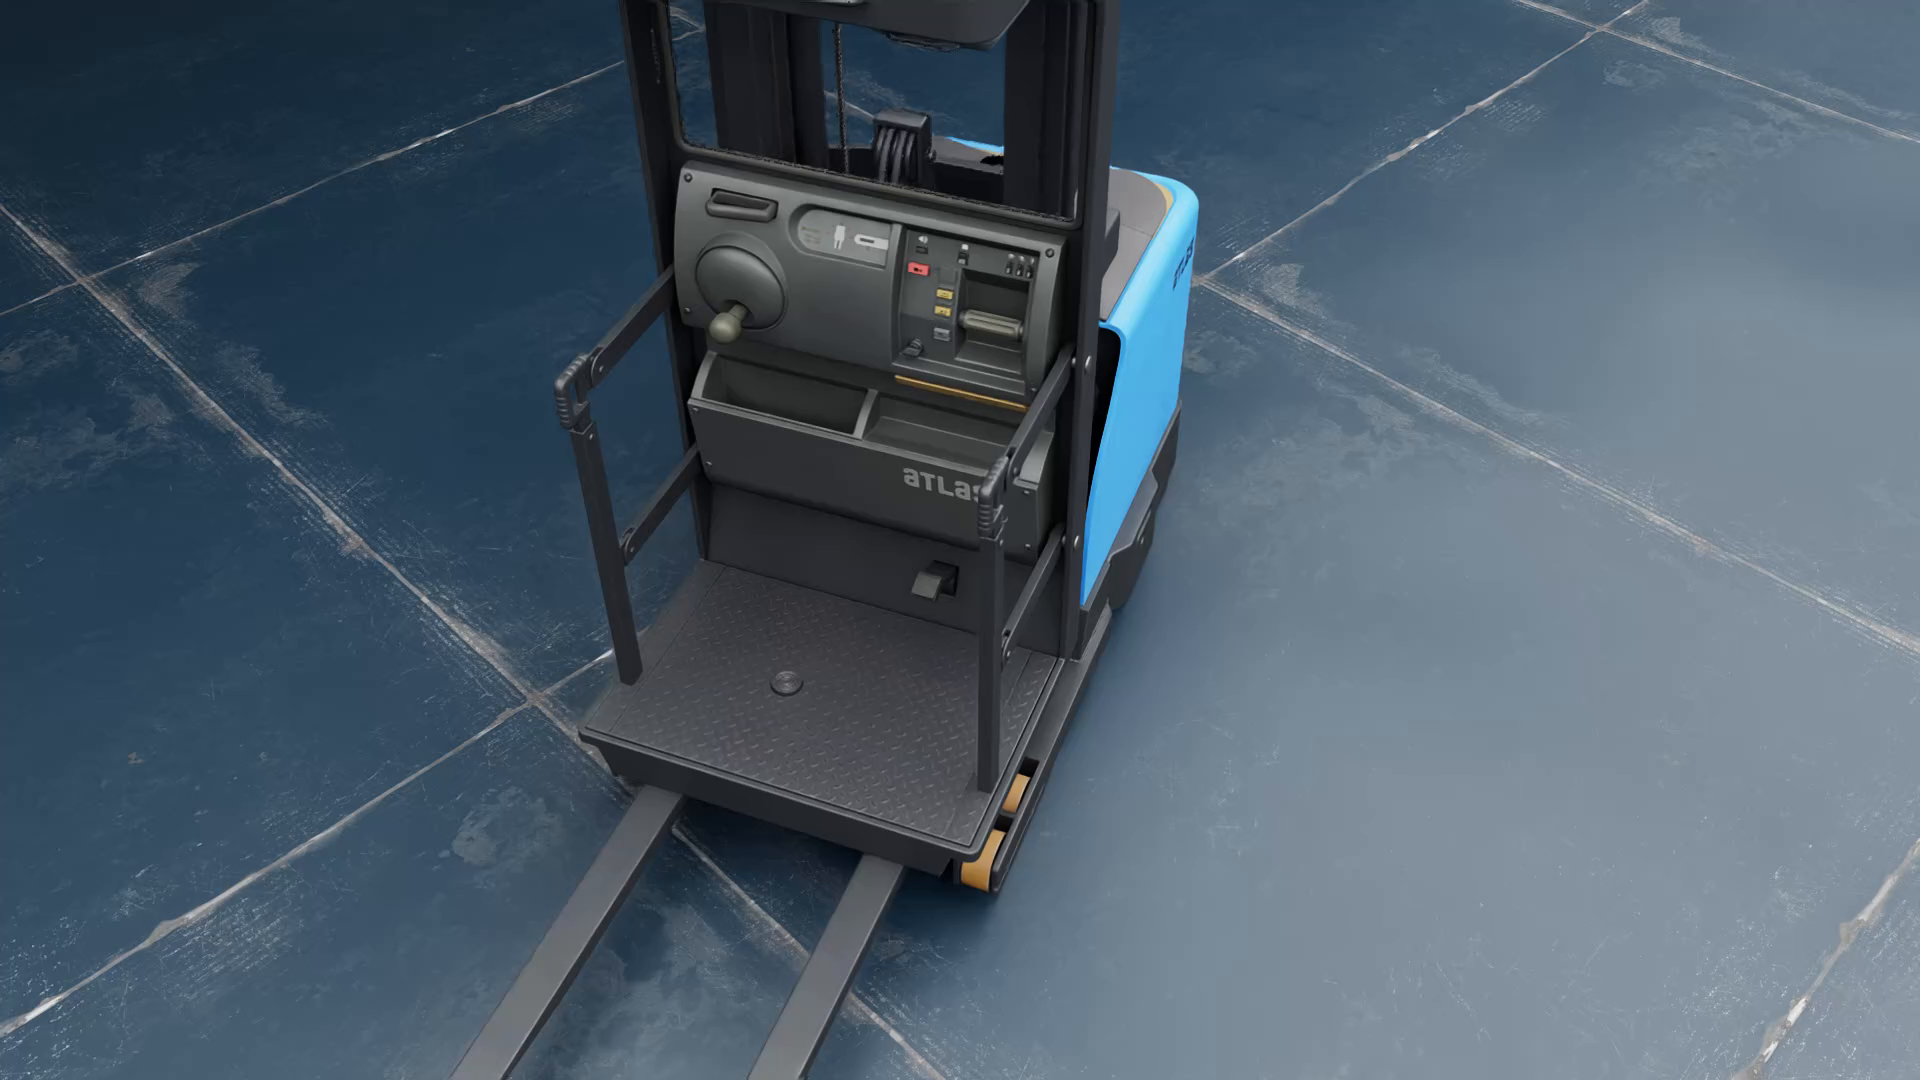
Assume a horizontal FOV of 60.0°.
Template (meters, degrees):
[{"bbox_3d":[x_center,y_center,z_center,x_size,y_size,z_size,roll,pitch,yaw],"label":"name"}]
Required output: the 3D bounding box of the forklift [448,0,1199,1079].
[{"bbox_3d":[-0.299,-0.502,3.634,1.130,2.935,3.031,15,45,15],"label":"forklift"}]
